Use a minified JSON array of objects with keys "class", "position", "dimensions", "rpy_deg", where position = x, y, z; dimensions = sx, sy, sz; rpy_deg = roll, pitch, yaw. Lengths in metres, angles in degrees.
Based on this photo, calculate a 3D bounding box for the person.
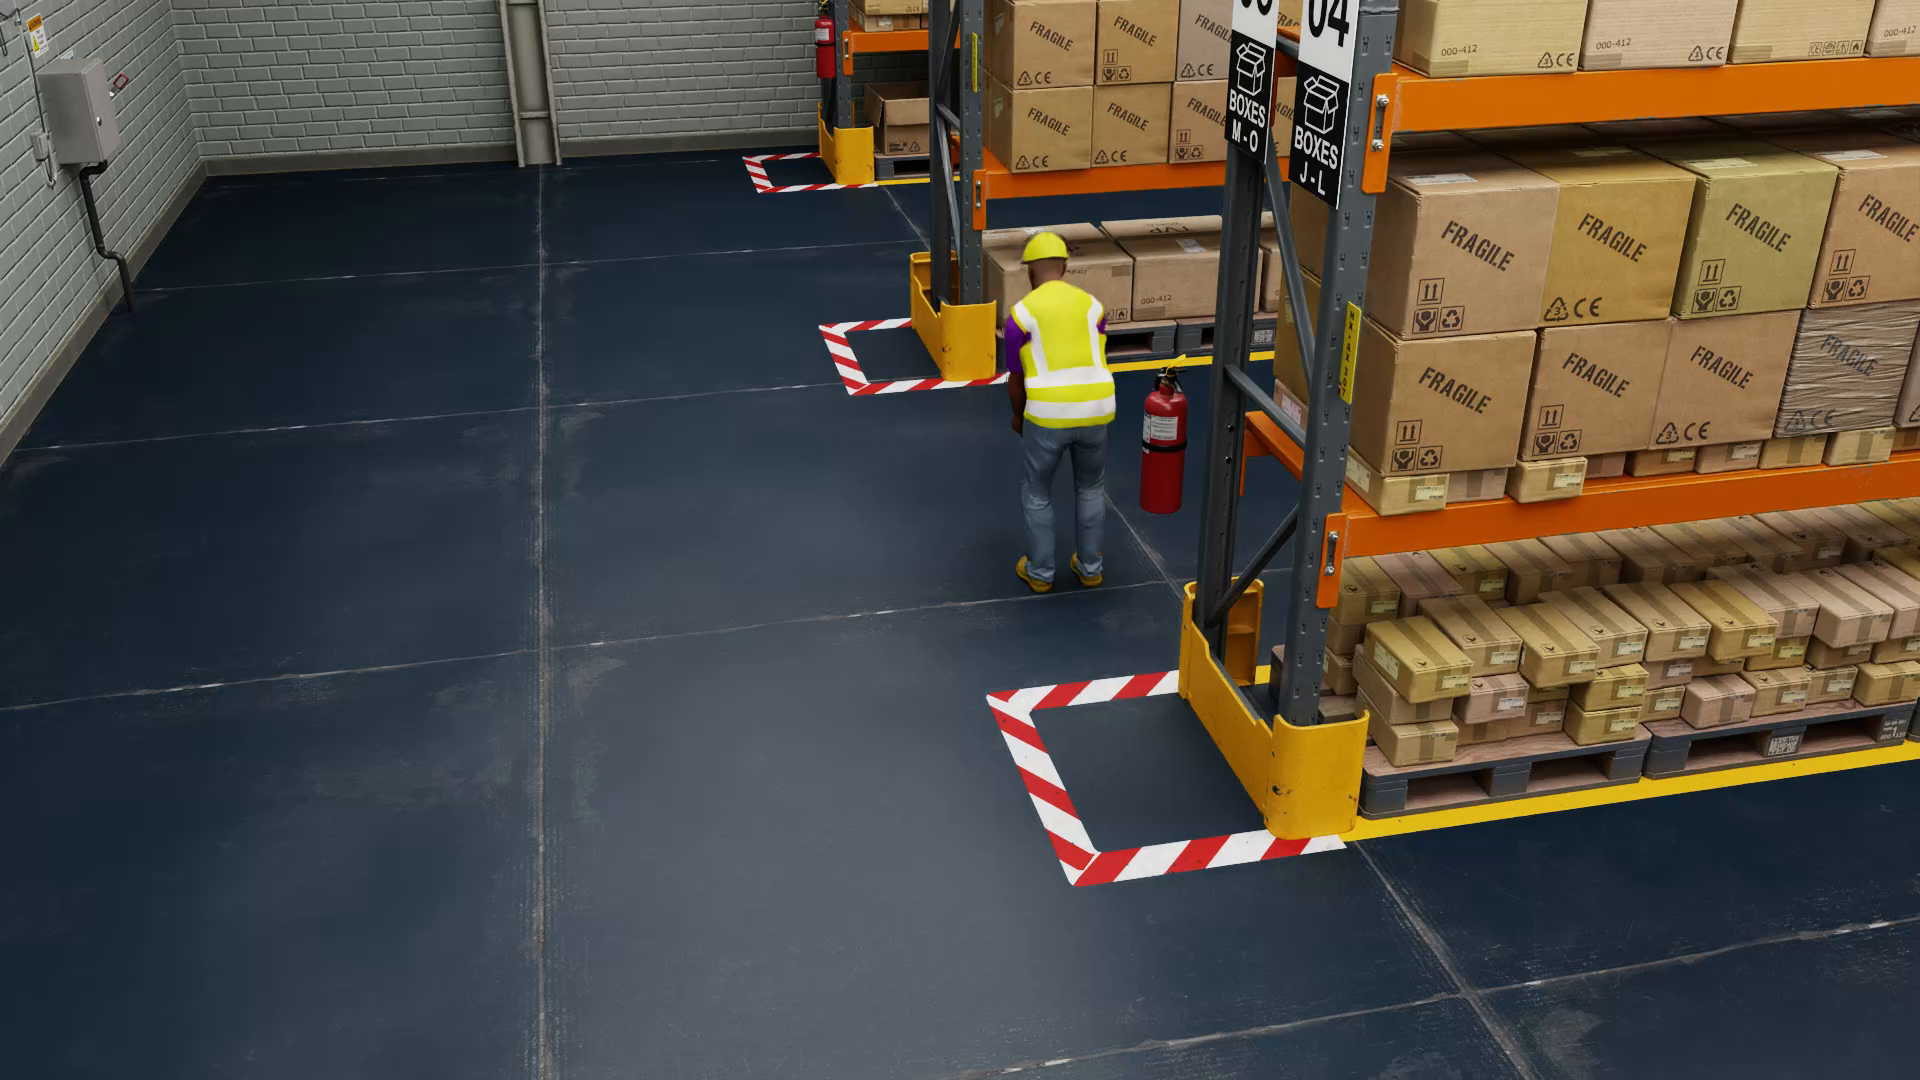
[{"class":"person","position":[0.451,-0.608,7.925],"dimensions":[0.483,1.656,0.695],"rpy_deg":[-6,27,-13]}]
